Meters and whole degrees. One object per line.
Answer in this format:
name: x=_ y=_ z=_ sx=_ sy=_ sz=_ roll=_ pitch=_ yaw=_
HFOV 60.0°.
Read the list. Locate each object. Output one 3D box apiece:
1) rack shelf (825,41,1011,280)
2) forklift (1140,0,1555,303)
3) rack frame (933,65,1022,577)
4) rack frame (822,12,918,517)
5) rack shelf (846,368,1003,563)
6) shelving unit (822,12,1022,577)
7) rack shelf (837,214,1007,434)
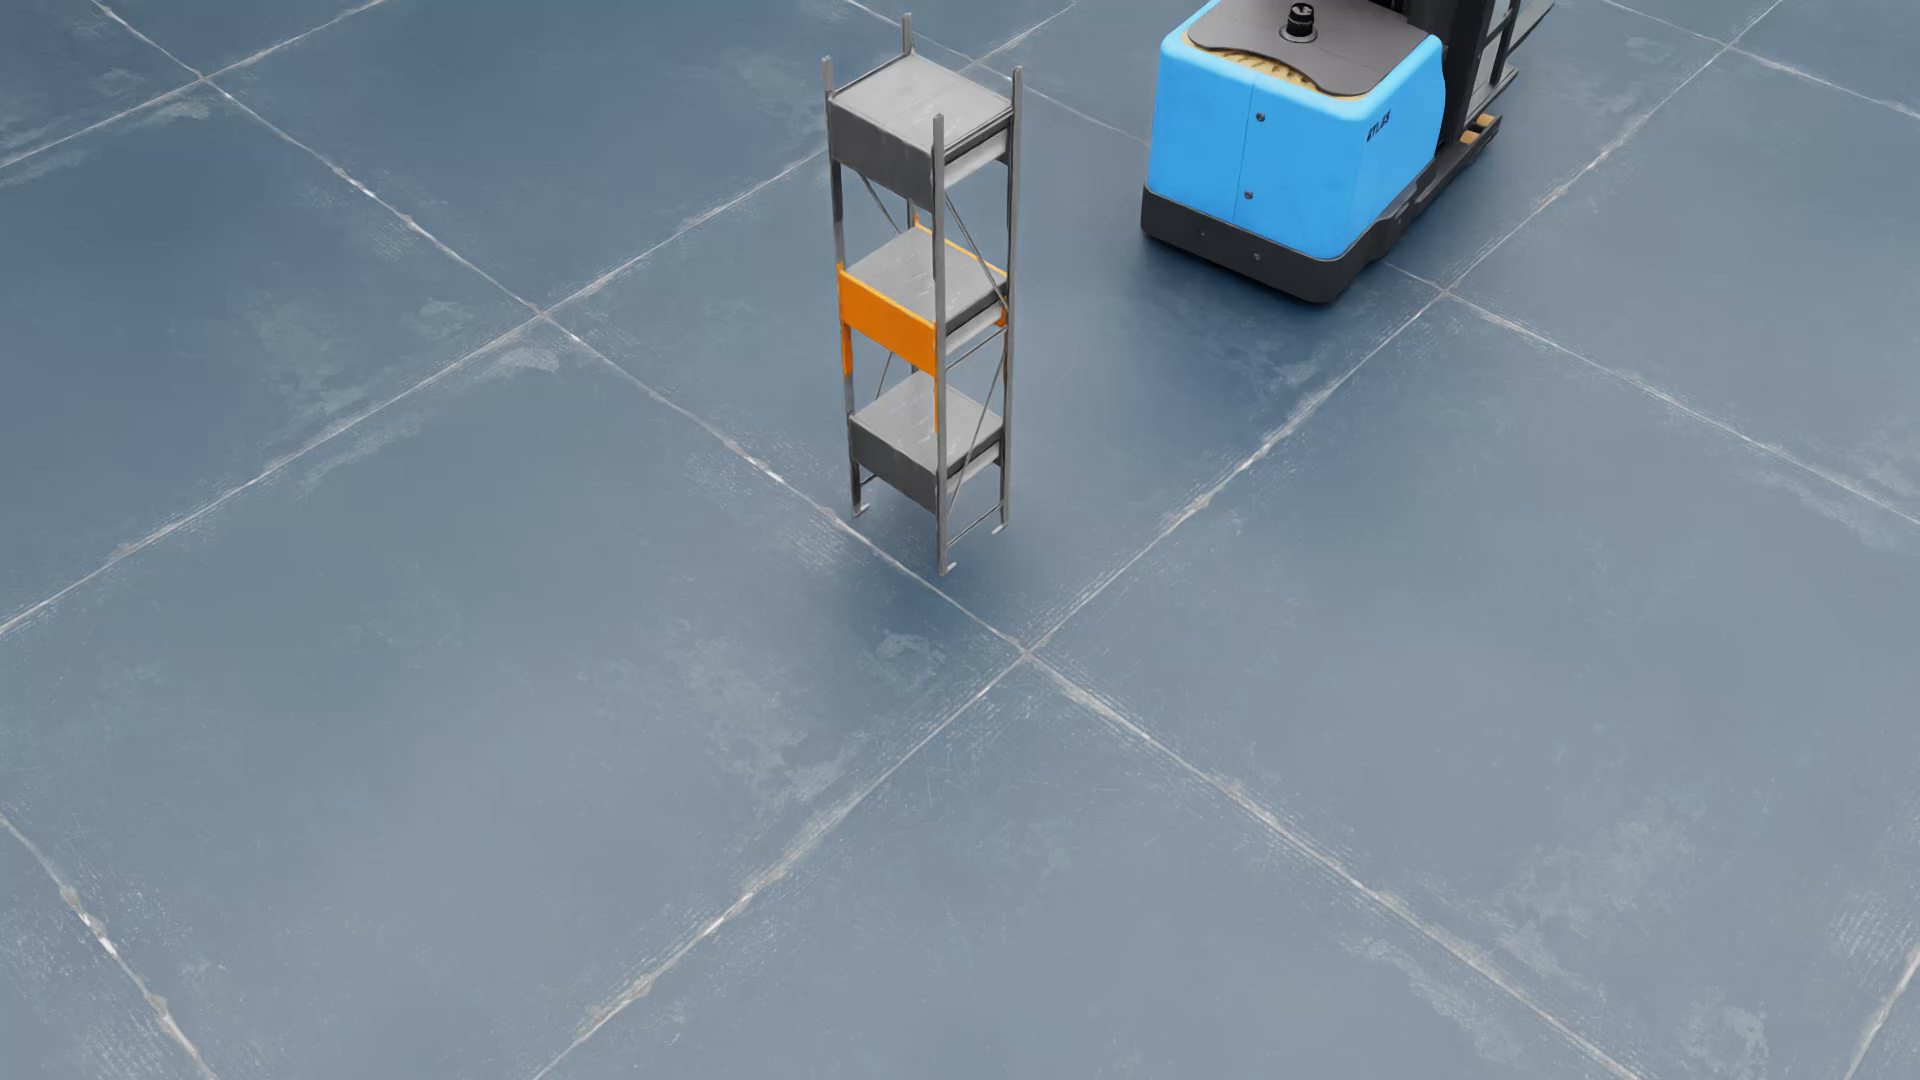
rack shelf: x=-0.122 y=-1.270 z=5.561 sx=0.480 sy=0.518 sz=0.431 roll=34 pitch=55 yaw=28
forklift: x=2.155 y=-3.133 z=7.681 sx=1.130 sy=2.935 sz=3.031 roll=28 pitch=53 yaw=24
rack frame: x=0.058 y=-0.680 z=5.948 sx=0.015 sy=2.100 sz=0.400 roll=34 pitch=55 yaw=28
rack frame: x=-0.301 y=-0.921 z=6.175 sx=0.015 sy=2.100 sz=0.400 roll=34 pitch=55 yaw=28
rack shelf: x=-0.122 y=-0.312 z=6.582 sx=0.480 sy=0.518 sz=0.431 roll=34 pitch=55 yaw=28
shelving unit: x=-0.122 y=-0.801 z=6.061 sx=0.503 sy=2.100 sz=0.431 roll=34 pitch=55 yaw=28
rack shelf: x=-0.122 y=-0.791 z=6.071 sx=0.480 sy=0.518 sz=0.431 roll=34 pitch=55 yaw=28
